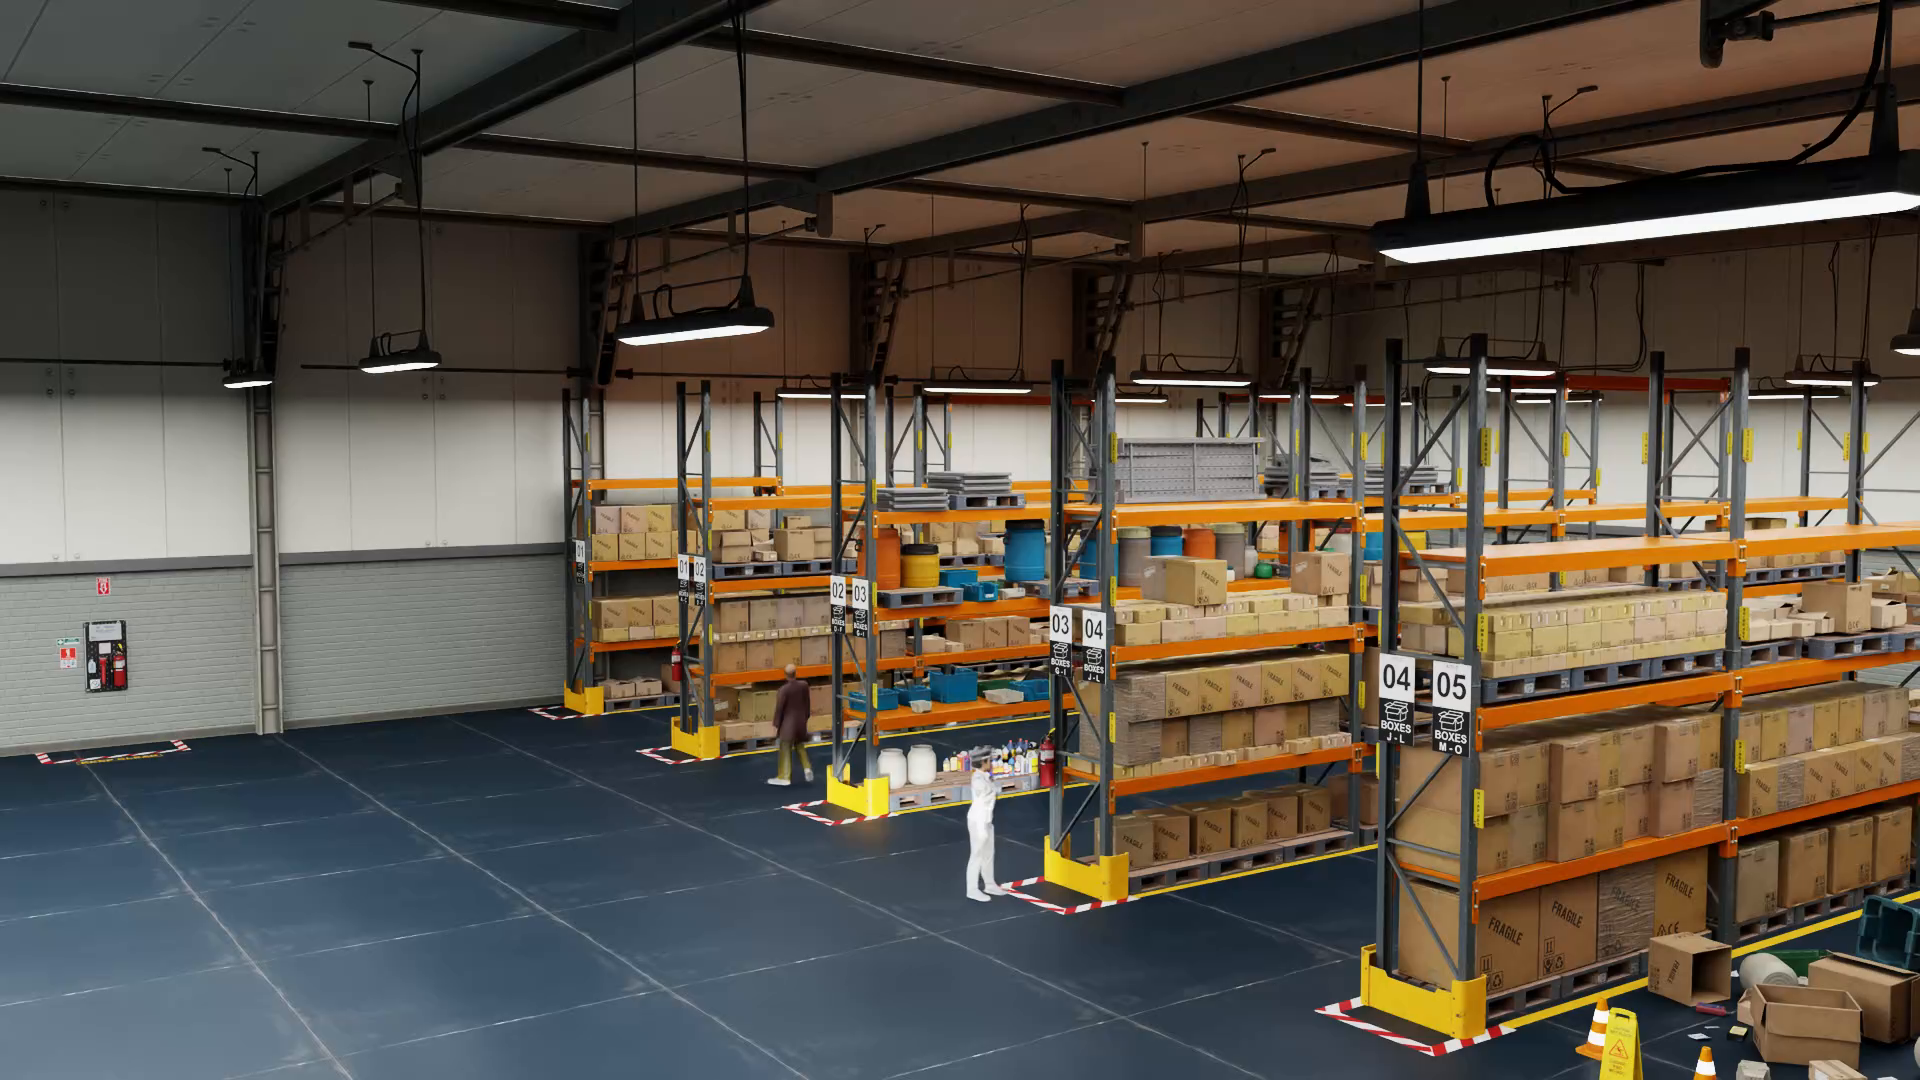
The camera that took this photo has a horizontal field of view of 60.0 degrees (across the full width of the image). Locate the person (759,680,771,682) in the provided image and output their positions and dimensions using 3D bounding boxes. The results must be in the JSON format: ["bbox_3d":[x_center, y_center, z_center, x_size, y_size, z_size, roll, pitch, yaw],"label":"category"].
[{"bbox_3d":[-3.533,2.370,30.657,0.583,1.668,0.383,-1,4,-12],"label":"person"}]

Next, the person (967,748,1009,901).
[{"bbox_3d":[0.299,3.154,18.437,0.443,1.707,0.550,1,4,9],"label":"person"}]

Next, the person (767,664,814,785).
[{"bbox_3d":[-2.469,2.697,24.437,0.553,1.779,0.661,3,5,37],"label":"person"}]
